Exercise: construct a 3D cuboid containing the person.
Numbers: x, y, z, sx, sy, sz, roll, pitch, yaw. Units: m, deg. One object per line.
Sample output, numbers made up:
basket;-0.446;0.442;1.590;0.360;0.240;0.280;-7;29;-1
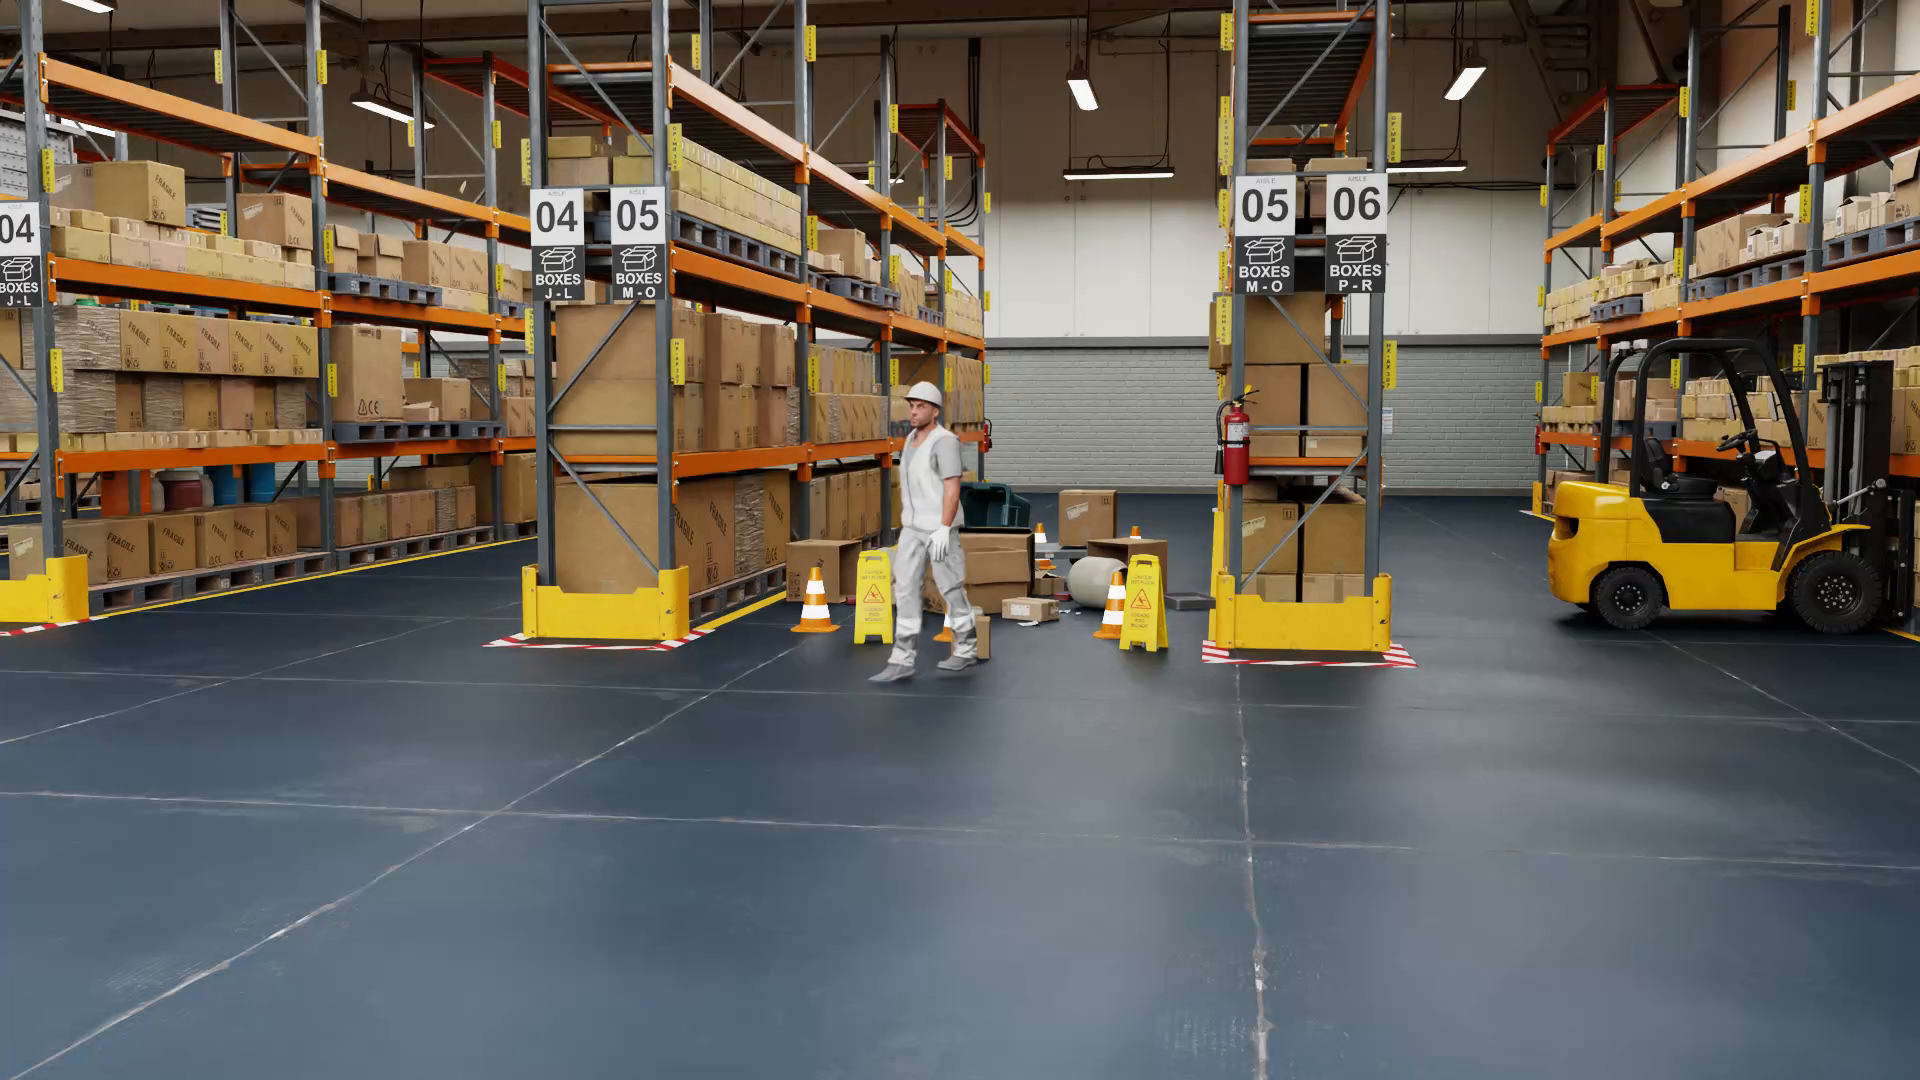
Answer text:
person;-0.145;-0.036;9.977;0.701;1.821;0.571;-4;6;-43
